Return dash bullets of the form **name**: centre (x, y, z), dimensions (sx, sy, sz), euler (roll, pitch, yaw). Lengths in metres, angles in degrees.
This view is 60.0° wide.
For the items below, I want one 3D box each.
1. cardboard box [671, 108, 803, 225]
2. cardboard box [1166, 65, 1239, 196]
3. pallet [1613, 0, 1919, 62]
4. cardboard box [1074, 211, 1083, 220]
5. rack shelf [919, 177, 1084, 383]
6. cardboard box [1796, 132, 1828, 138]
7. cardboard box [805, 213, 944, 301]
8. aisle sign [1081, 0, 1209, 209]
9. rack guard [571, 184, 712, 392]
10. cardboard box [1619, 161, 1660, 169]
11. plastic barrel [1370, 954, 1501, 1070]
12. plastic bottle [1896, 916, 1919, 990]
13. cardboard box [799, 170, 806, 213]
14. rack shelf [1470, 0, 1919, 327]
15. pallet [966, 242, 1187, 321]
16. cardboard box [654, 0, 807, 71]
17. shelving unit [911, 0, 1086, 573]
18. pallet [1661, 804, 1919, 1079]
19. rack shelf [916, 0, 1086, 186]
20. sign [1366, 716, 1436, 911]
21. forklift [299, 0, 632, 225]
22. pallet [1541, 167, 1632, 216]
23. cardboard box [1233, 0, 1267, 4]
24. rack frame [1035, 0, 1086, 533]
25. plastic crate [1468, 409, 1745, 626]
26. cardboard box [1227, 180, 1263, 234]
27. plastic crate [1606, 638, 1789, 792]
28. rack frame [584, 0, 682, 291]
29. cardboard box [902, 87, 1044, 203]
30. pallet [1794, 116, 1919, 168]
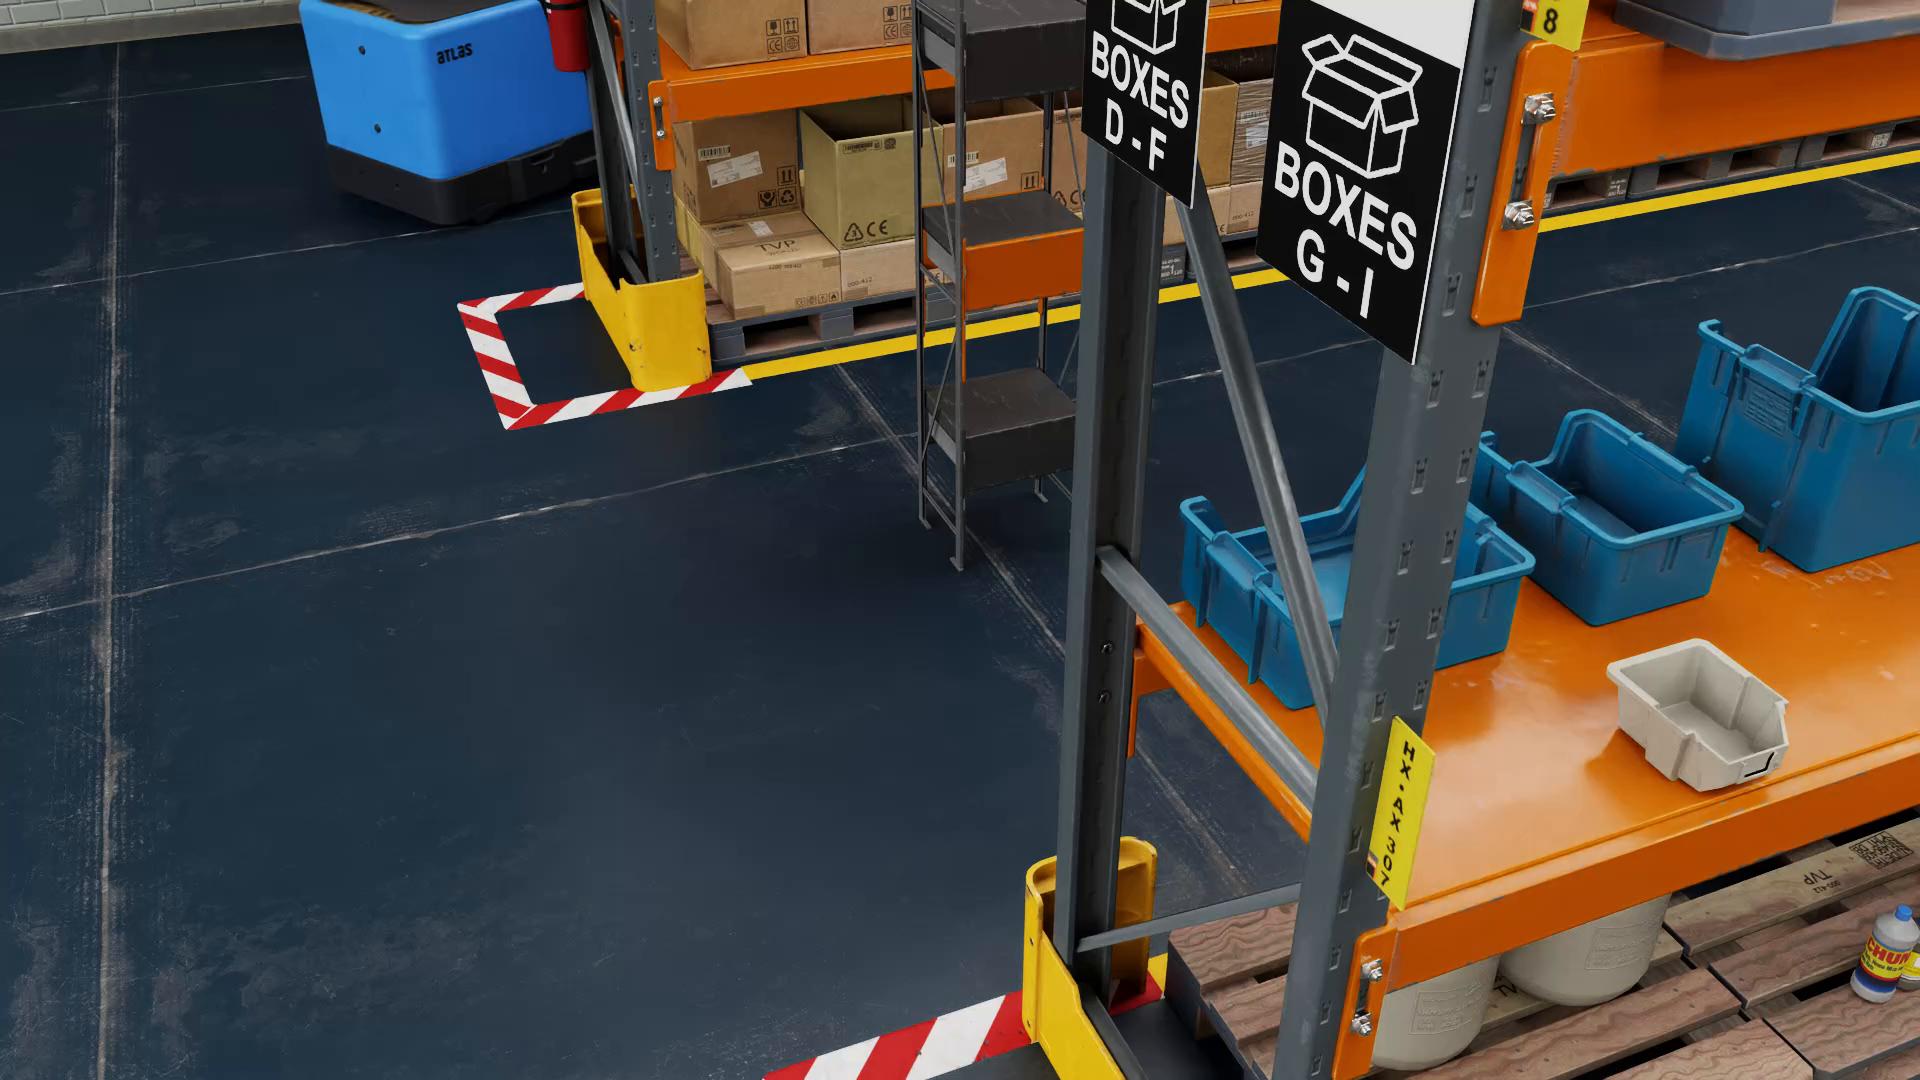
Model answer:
- **cardboard box**: centre (-1.061, -1.825, 7.753), dimensions (0.500, 0.500, 0.500), euler (-13, 35, -19)
- **cardboard box**: centre (0.980, -1.992, 8.010), dimensions (0.500, 0.500, 0.500), euler (-13, 35, -19)
- **pallet**: centre (1.275, -1.037, 2.516), dimensions (1.213, 0.211, 1.003), euler (-13, 35, -19)
- **cardboard box**: centre (0.524, -1.565, 8.041), dimensions (0.500, 0.250, 0.500), euler (-13, 35, -19)
- **rack shelf**: centre (0.153, -0.904, 5.738), dimensions (0.480, 0.518, 0.431), euler (-13, 35, -19)
- **cardboard box**: centre (4.607, -2.488, 9.460), dimensions (0.500, 0.250, 0.500), euler (-12, 35, -18)
- **cardboard box**: centre (-0.400, -1.357, 7.721), dimensions (0.500, 0.250, 0.500), euler (-13, 35, -19)
- **aisle sign**: centre (0.293, -0.957, 2.586), dimensions (0.004, 0.787, 0.394), euler (-13, 35, -19)
- **rack guard**: centre (-1.462, -1.172, 7.592), dimensions (0.348, 0.500, 1.175), euler (-13, 35, -19)
- **cardboard box**: centre (3.664, -2.271, 9.126), dimensions (0.500, 0.250, 0.500), euler (-14, 36, -20)
- **plastic barrel**: centre (1.051, 0.956, 3.926), dimensions (0.421, 0.512, 0.421), euler (0, 33, 0)
- **plastic bottle**: centre (2.362, 1.008, 4.113), dimensions (0.097, 0.201, 0.097), euler (0, 33, 0)
- **cardboard box**: centre (-0.604, -1.621, 8.128), dimensions (0.500, 0.250, 0.500), euler (-13, 35, -19)
- **rack shelf**: centre (2.318, -1.111, 3.116), dimensions (4.000, 0.370, 1.077), euler (-13, 35, -19)
- **pallet**: centre (0.372, -1.494, 8.352), dimensions (1.213, 0.211, 1.003), euler (-13, 35, -19)
- **cardboard box**: centre (-1.005, -2.359, 7.033), dimensions (0.500, 0.500, 0.700), euler (-13, 35, -19)
- **shelving unit**: centre (0.153, -0.915, 5.731), dimensions (0.503, 2.100, 0.431), euler (-13, 35, -19)
- **pallet**: centre (2.400, 0.972, 4.563), dimensions (1.213, 0.211, 1.003), euler (-13, 35, -19)
- **rack shelf**: centre (0.153, -1.490, 5.357), dimensions (0.480, 0.518, 0.431), euler (-13, 35, -19)
- **sign**: centre (0.683, 0.429, 2.587), dimensions (0.005, 0.325, 0.100), euler (-13, 35, -19)
- **forklift**: centre (-2.149, -3.611, 9.112), dimensions (1.130, 2.935, 3.031), euler (23, 39, 31)
- **pallet**: centre (2.912, -2.075, 9.246), dimensions (1.213, 0.211, 1.003), euler (-13, 35, -19)
- **cardboard box**: centre (1.358, -2.900, 7.864), dimensions (0.500, 0.500, 0.700), euler (-13, 35, -19)
- **rack frame**: centre (0.378, -0.967, 5.810), dimensions (0.015, 2.100, 0.400), euler (-13, 35, -19)
- **plastic crate**: centre (1.421, -0.061, 3.730), dimensions (0.408, 0.251, 0.499), euler (-13, 35, -19)
- **cardboard box**: centre (1.440, -1.784, 8.378), dimensions (0.500, 0.250, 0.500), euler (-13, 35, -19)
- **plastic crate**: centre (1.424, 0.350, 3.203), dimensions (0.250, 0.136, 0.298), euler (-13, 35, -19)
- **rack frame**: centre (-1.440, -2.225, 6.919), dimensions (0.127, 3.000, 1.000), euler (-13, 35, -19)
- **cardboard box**: centre (0.057, -1.782, 7.687), dimensions (0.500, 0.500, 0.500), euler (-13, 35, -19)
- **pallet**: centre (5.162, -2.591, 10.038), dimensions (1.213, 0.211, 1.003), euler (-13, 35, -19)
